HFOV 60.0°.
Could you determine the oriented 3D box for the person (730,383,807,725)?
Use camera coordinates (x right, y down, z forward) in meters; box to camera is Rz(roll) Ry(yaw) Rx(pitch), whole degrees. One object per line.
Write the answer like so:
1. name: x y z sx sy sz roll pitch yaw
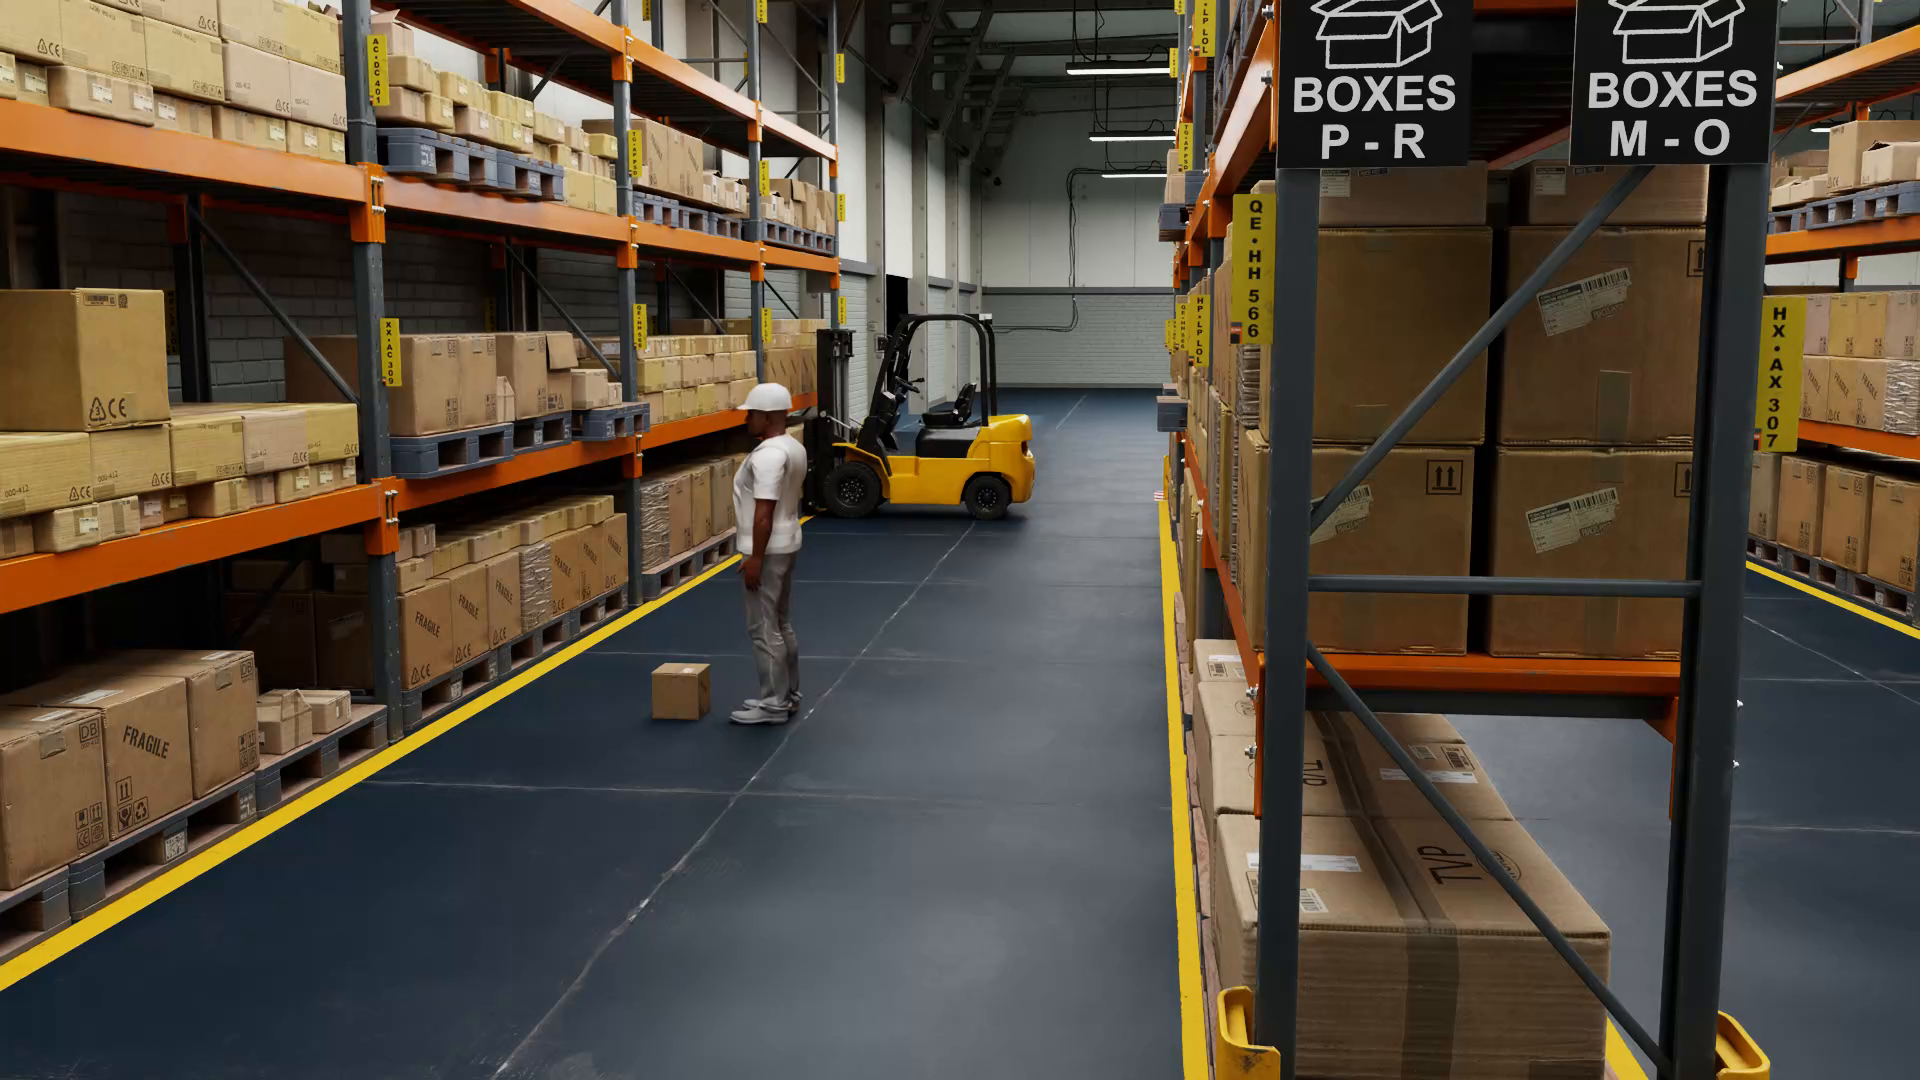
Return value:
1. person: -1.005 0.065 8.702 0.367 1.766 0.562 1 8 8
